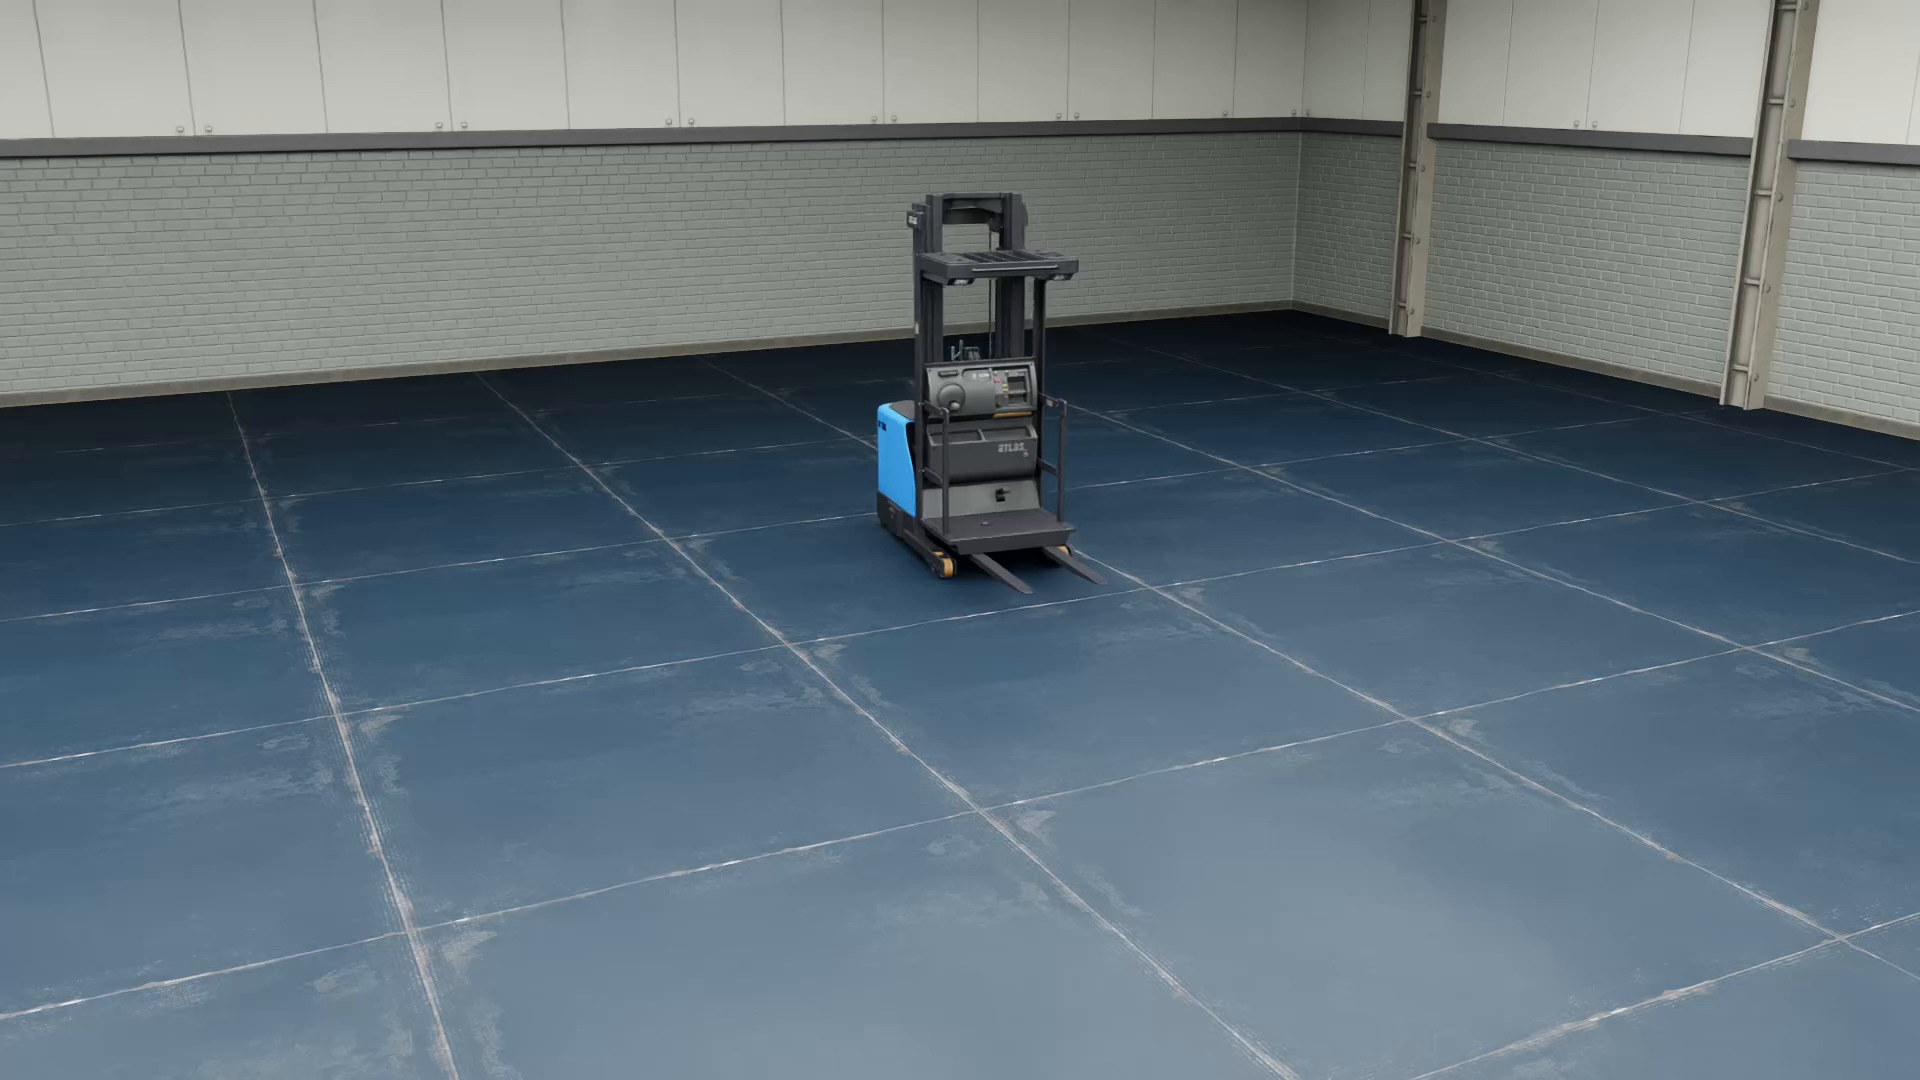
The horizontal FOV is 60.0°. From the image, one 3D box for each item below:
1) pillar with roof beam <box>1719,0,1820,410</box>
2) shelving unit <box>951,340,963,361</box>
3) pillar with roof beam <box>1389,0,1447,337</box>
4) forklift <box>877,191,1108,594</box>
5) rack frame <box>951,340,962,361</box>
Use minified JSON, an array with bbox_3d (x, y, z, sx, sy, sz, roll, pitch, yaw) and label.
[{"bbox_3d":[5.453,-5.406,16.774,9.100,9.000,0.400,-8,18,-25],"label":"pillar with roof beam"},{"bbox_3d":[0.331,-1.033,15.131,0.755,1.500,0.431,3,16,11],"label":"shelving unit"},{"bbox_3d":[2.824,-6.894,21.958,9.100,9.000,0.400,-8,18,-25],"label":"pillar with roof beam"},{"bbox_3d":[0.256,-1.231,13.225,1.130,2.935,3.031,-6,17,-20],"label":"forklift"},{"bbox_3d":[-0.027,-1.053,15.200,0.023,1.500,0.400,3,16,11],"label":"rack frame"}]
